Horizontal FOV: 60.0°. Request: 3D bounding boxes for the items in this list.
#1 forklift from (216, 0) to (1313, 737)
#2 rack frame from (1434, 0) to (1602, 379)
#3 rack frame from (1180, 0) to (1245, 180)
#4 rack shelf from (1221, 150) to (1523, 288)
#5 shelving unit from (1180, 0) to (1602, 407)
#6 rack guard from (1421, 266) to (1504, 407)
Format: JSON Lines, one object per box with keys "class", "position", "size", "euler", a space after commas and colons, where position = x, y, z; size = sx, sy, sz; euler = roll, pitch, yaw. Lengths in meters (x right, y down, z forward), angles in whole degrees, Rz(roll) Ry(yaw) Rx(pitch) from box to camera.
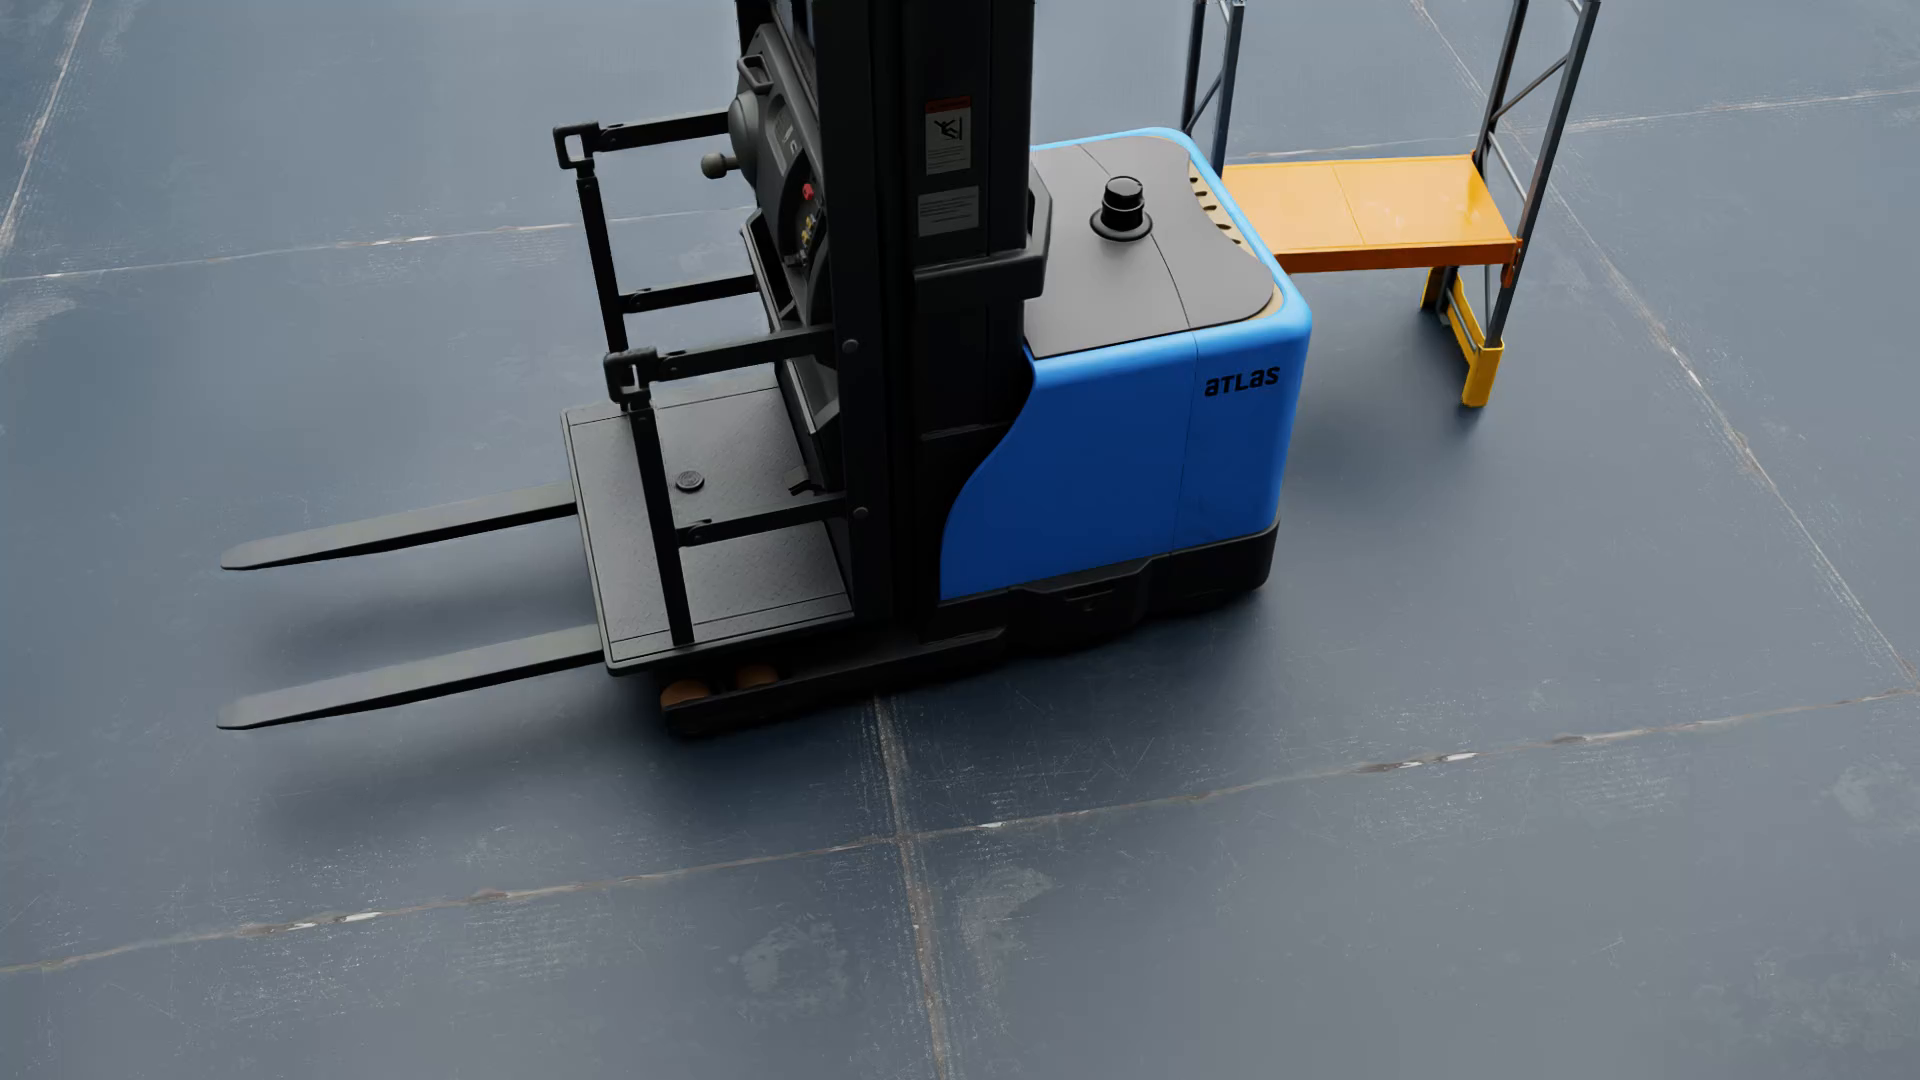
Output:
{"class": "forklift", "position": [-0.631, -0.893, 4.075], "size": [3.031, 2.935, 1.130], "euler": [-12, 47, -11]}
{"class": "rack frame", "position": [1.766, -1.190, 5.355], "size": [0.032, 1.500, 0.500], "euler": [-3, 46, -3]}
{"class": "rack frame", "position": [0.752, -1.133, 5.300], "size": [0.032, 1.500, 0.500], "euler": [-3, 46, -3]}
{"class": "rack shelf", "position": [1.259, -1.037, 5.457], "size": [1.000, 0.185, 0.538], "euler": [-3, 46, -3]}
{"class": "shelving unit", "position": [1.250, -1.161, 5.327], "size": [1.083, 1.500, 0.587], "euler": [-3, 46, -3]}
{"class": "rack guard", "position": [1.747, -0.755, 5.804], "size": [0.087, 0.250, 0.587], "euler": [-3, 46, -3]}
